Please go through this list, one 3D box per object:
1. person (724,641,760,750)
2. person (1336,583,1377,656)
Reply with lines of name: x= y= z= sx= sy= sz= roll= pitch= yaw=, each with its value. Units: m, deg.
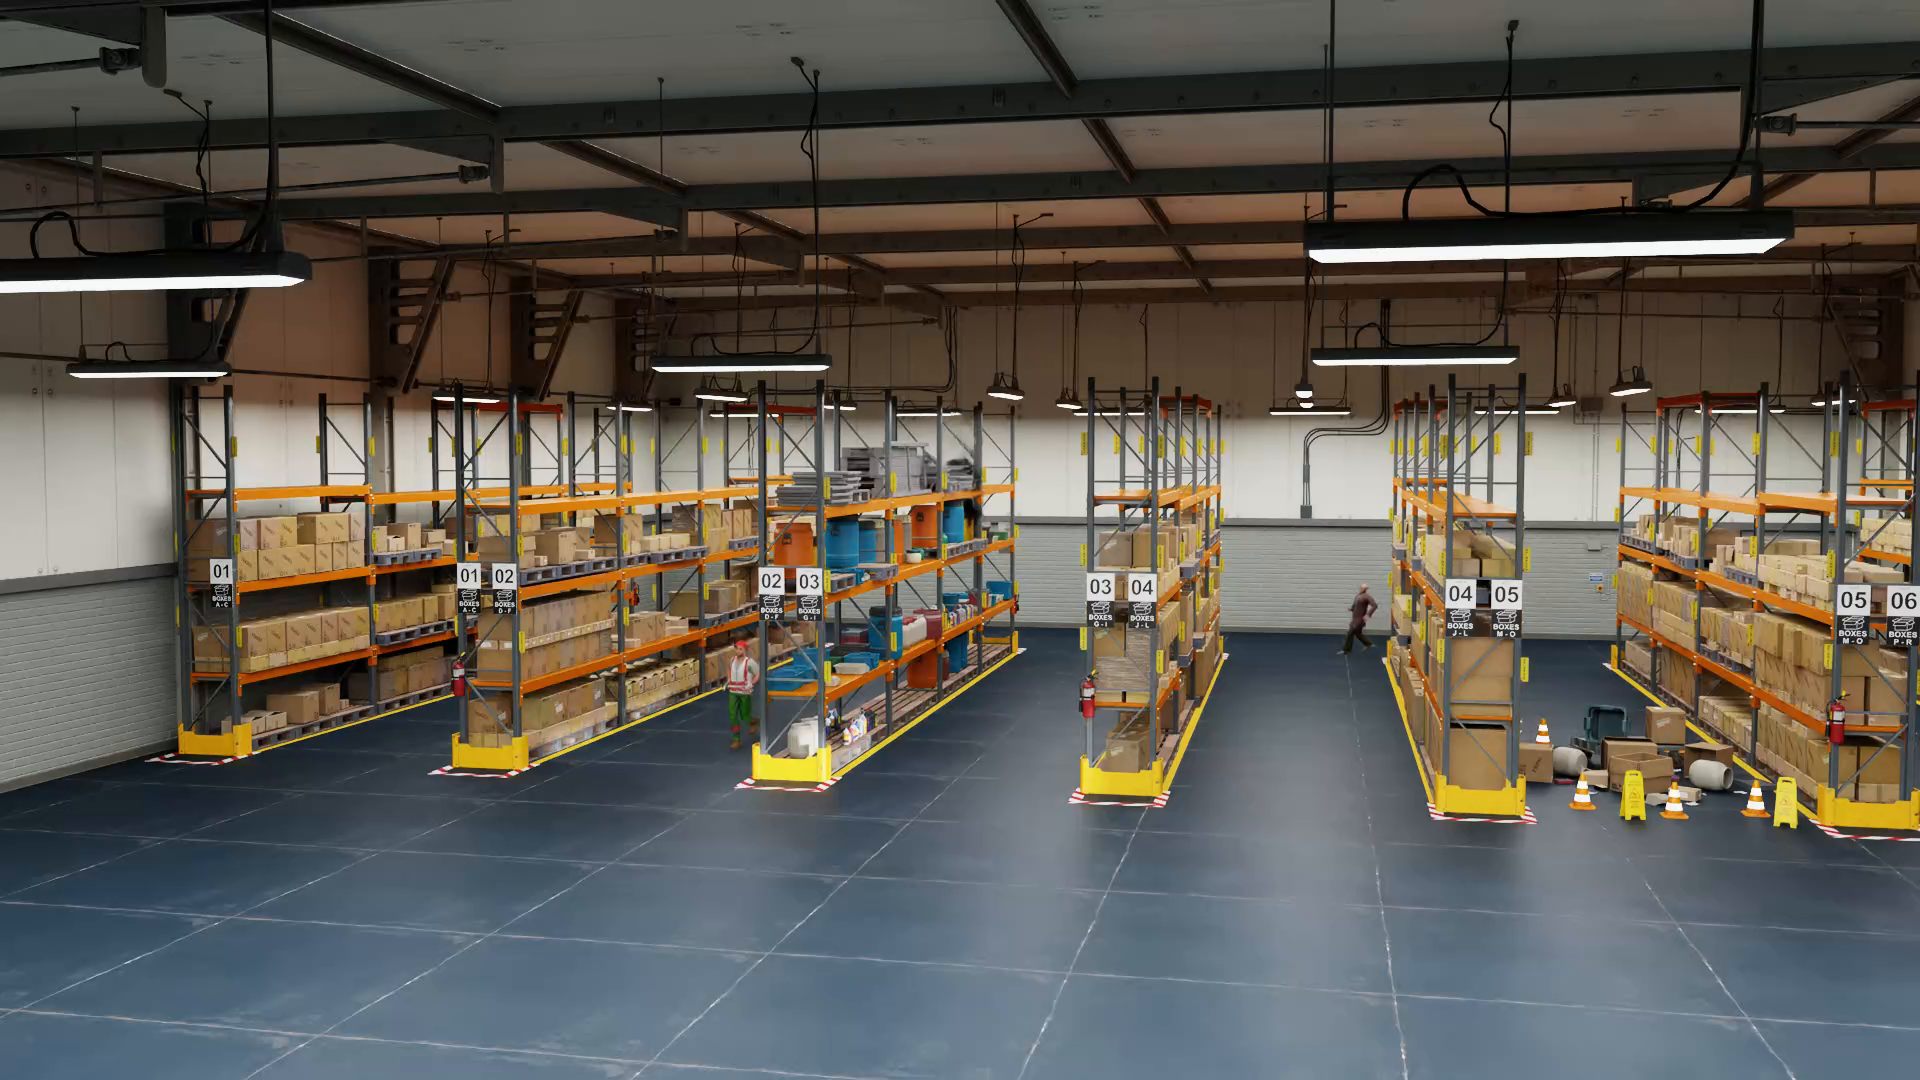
person: x=-3.658 y=2.569 z=27.859 sx=0.655 sy=1.778 sz=0.872 roll=1 pitch=3 yaw=17
person: x=9.509 y=1.899 z=39.682 sx=0.980 sy=1.744 sz=0.764 roll=0 pitch=3 yaw=-4
